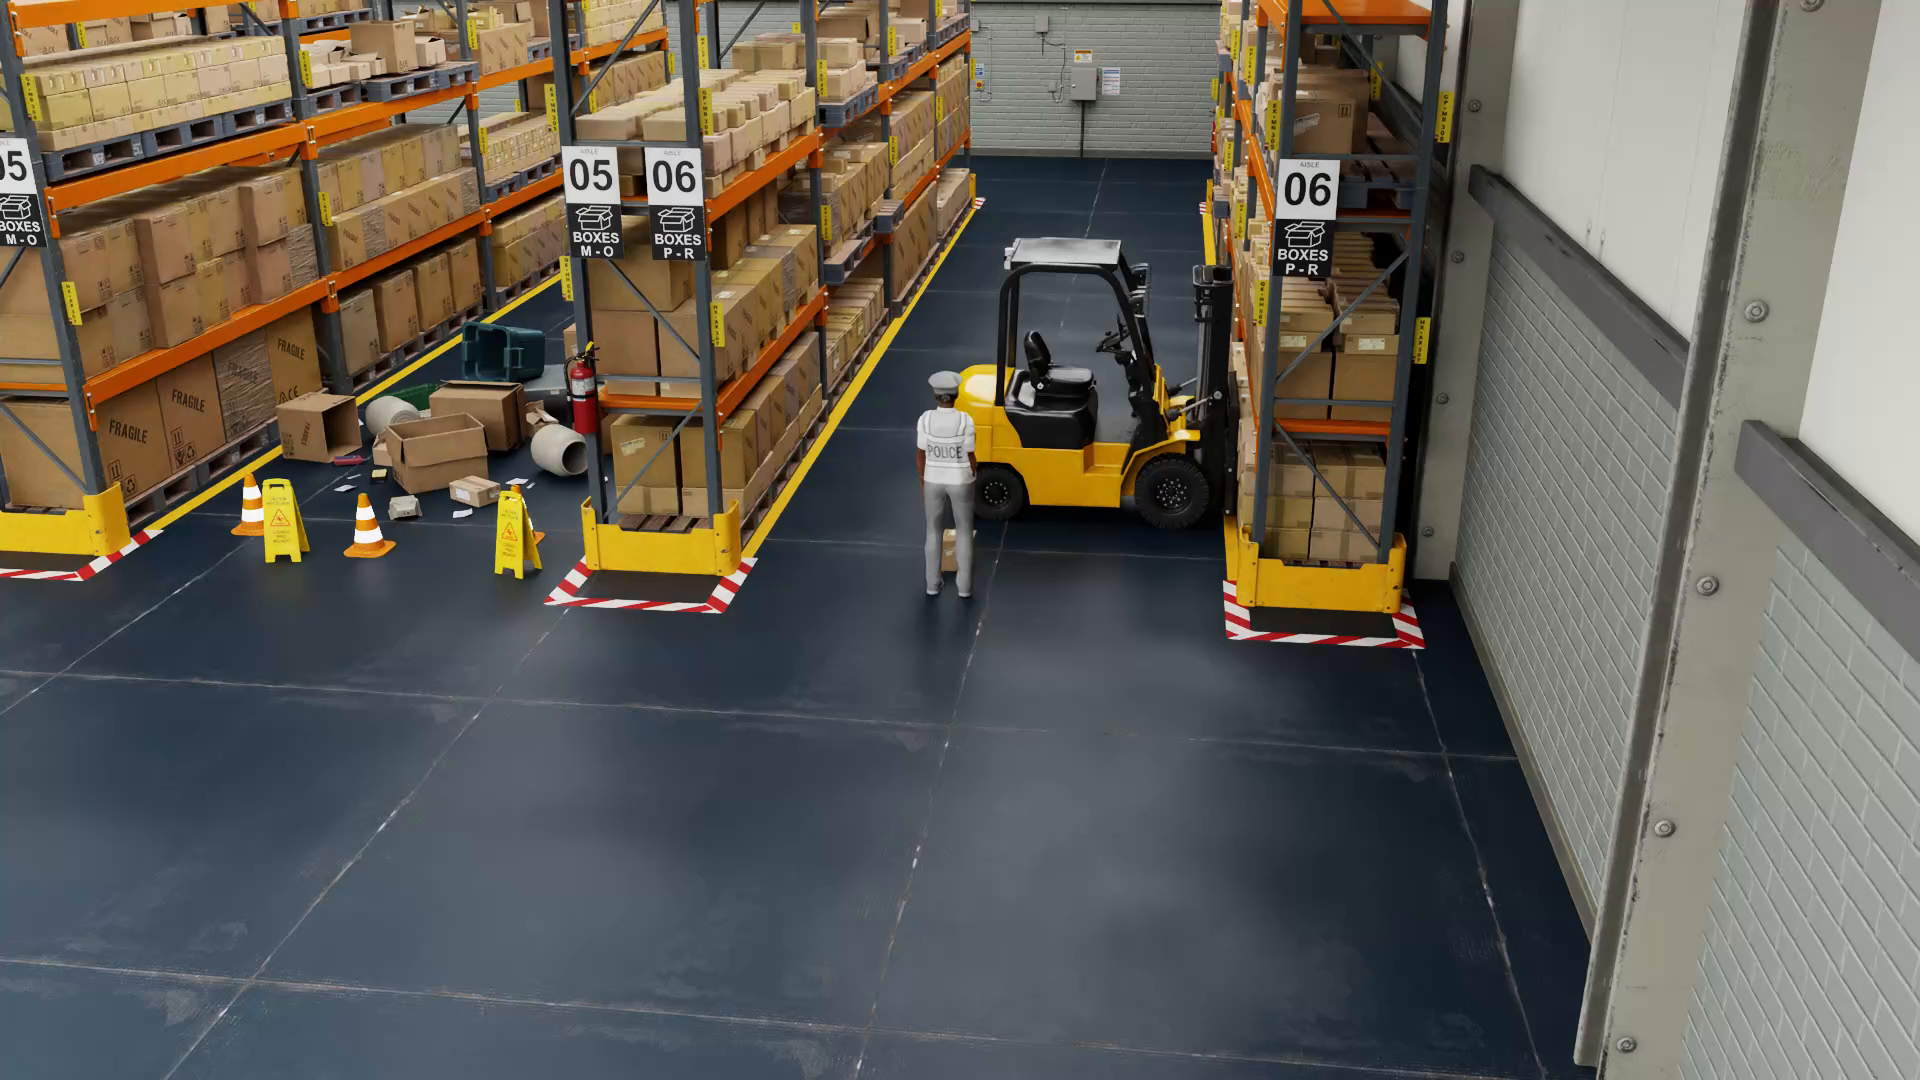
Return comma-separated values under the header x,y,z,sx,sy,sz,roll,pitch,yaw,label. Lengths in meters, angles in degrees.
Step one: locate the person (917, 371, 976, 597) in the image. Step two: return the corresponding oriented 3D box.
x,y,z,sx,sy,sz,roll,pitch,yaw,label
-0.095,-0.396,12.114,0.438,1.673,0.341,3,22,8,person
